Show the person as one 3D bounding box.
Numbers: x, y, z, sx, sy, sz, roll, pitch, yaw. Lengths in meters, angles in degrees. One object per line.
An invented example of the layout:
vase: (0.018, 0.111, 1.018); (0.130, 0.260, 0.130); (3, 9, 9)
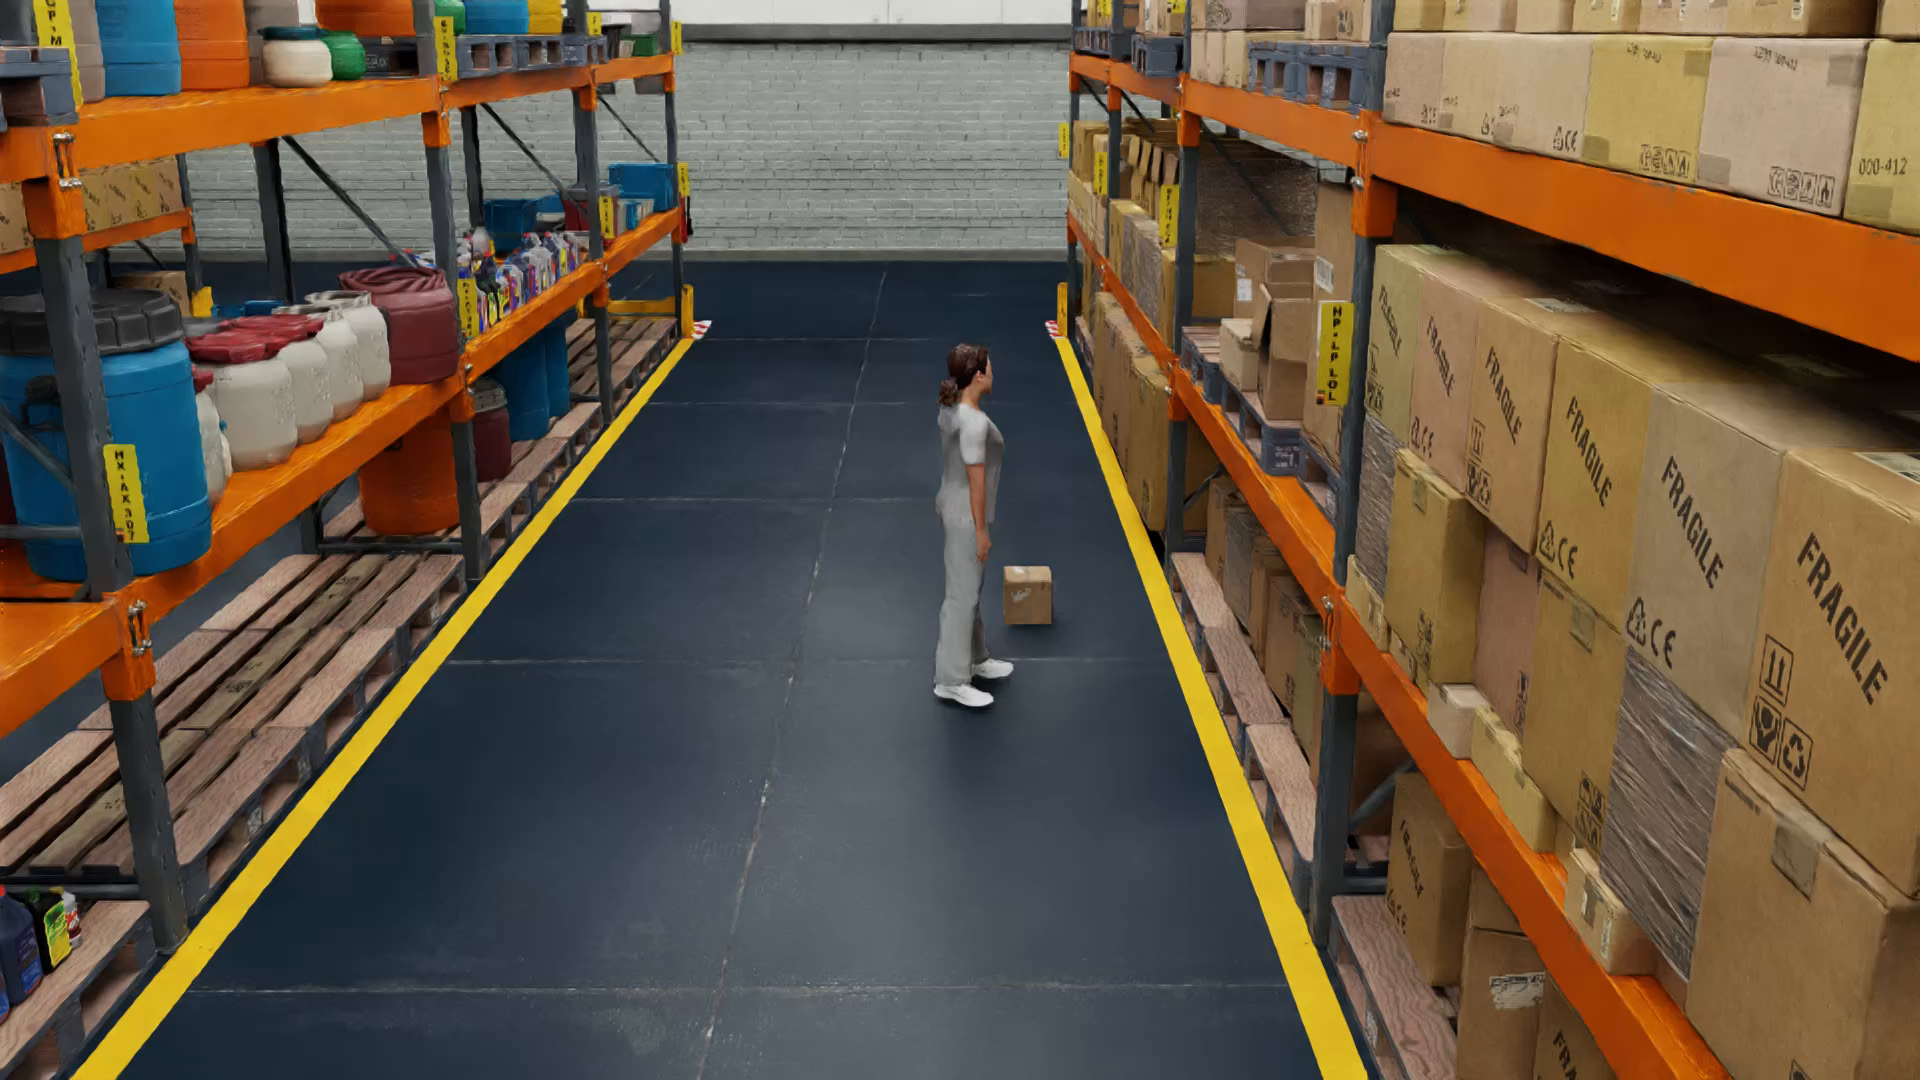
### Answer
person: (0.065, -0.094, 7.802); (0.441, 1.667, 0.583); (-4, 18, -13)
